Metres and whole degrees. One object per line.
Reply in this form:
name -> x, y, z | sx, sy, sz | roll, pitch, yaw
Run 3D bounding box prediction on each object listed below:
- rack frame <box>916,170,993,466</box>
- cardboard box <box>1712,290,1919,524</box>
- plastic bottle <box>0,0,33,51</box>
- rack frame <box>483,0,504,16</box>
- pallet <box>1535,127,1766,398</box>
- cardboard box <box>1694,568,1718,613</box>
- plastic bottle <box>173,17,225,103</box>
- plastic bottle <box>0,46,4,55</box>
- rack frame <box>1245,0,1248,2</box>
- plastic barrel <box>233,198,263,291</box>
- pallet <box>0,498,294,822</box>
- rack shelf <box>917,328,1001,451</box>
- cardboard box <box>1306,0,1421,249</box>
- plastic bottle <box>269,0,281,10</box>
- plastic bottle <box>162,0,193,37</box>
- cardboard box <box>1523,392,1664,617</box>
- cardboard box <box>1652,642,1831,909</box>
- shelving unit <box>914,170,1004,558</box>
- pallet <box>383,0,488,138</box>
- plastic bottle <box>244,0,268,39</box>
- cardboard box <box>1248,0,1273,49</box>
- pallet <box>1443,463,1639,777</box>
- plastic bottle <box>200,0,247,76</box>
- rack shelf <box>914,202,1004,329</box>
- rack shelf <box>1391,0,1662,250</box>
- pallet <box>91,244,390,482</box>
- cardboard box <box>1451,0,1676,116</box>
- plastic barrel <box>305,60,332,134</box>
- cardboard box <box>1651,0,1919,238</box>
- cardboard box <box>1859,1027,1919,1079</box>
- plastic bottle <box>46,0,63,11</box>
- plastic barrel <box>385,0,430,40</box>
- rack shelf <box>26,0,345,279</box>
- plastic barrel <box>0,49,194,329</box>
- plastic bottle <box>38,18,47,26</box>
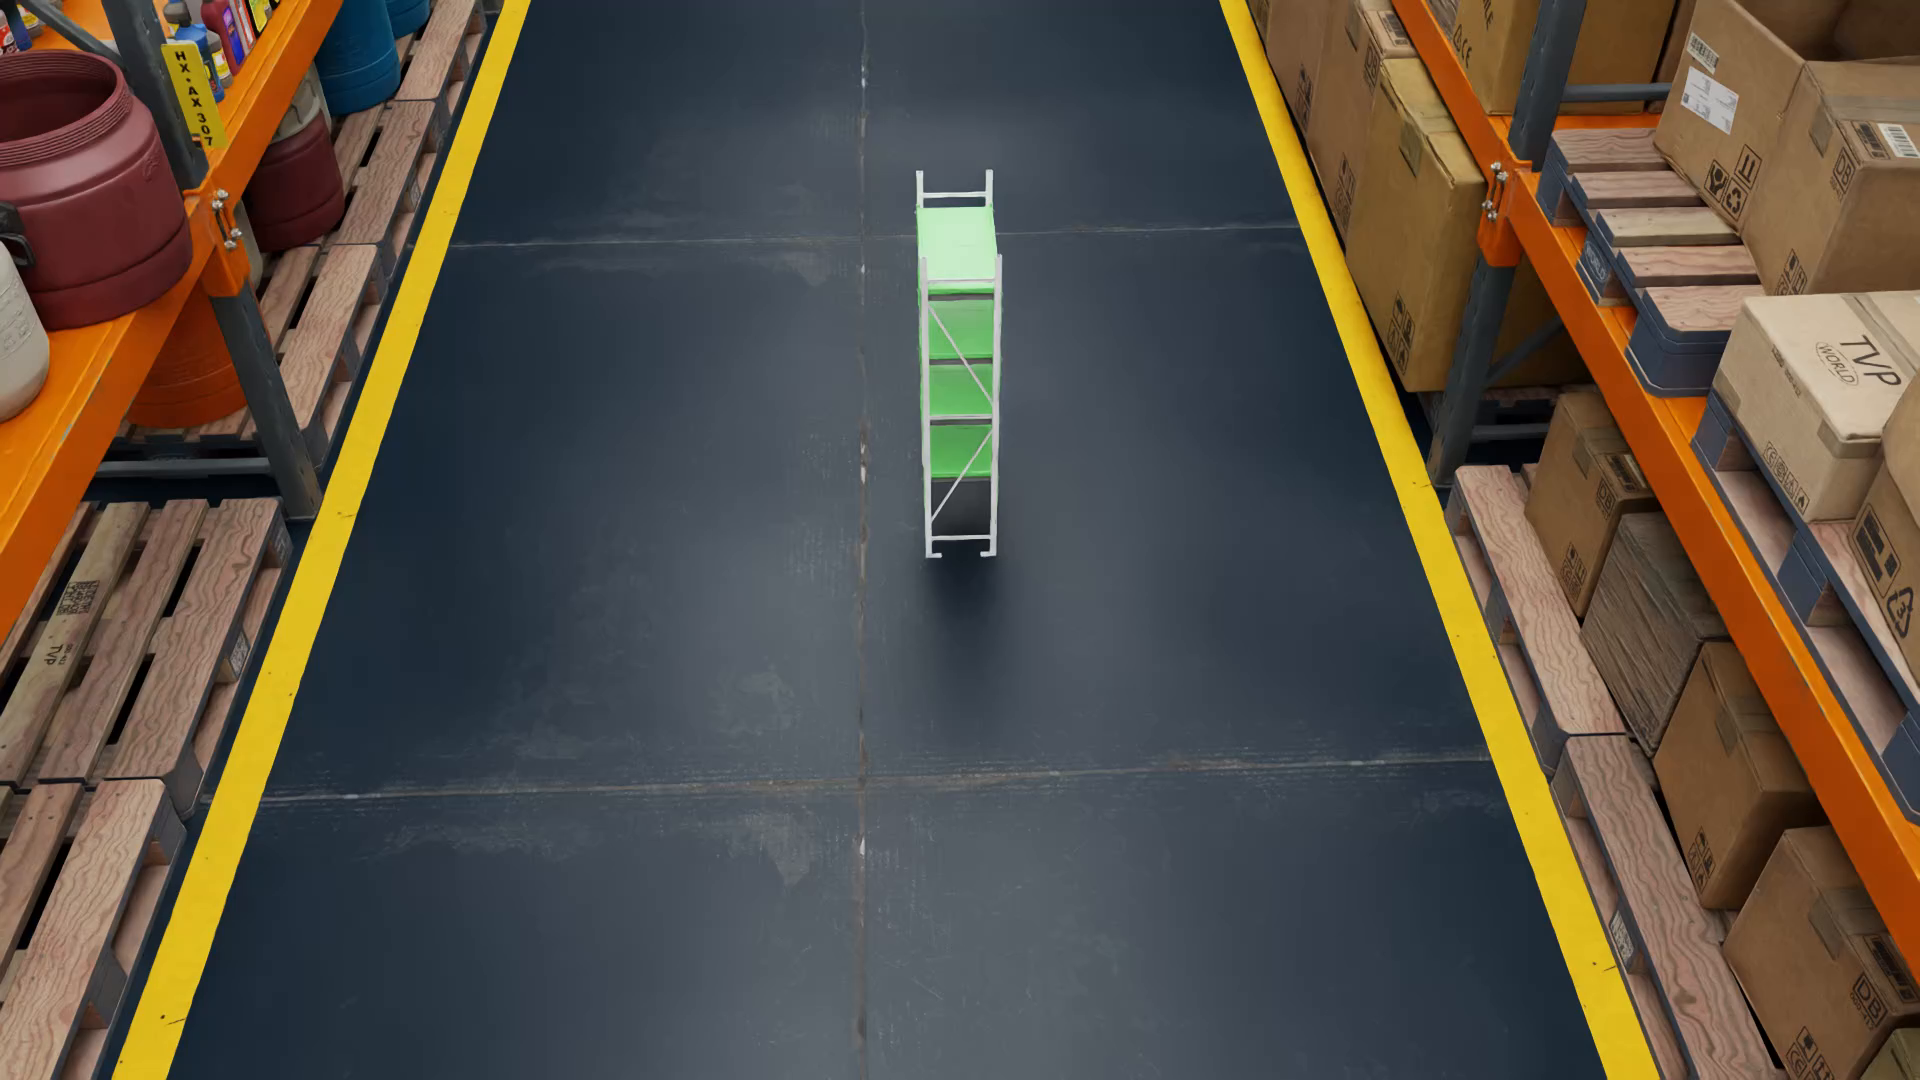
rack frame -> -0.017, -0.719, 5.646 | 0.240, 1.200, 0.015 | -2, 43, -2
cardboard box -> 2.032, -0.302, 3.660 | 0.500, 0.250, 0.500 | -3, 43, -3
plastic bottle -> -3.206, -1.778, 5.565 | 0.097, 0.271, 0.097 | 0, 43, 0
rack frame -> -2.928, -3.899, 7.784 | 1.000, 3.000, 0.127 | -2, 43, -2
pallet -> 2.327, -0.792, 4.536 | 1.213, 0.211, 1.003 | -2, 43, -2
cardboard box -> 2.282, -0.049, 4.553 | 0.500, 0.250, 0.500 | 3, 43, 3
plastic bottle -> -2.431, -1.532, 5.296 | 0.097, 0.271, 0.097 | 0, 43, 0
plastic bottle -> -3.198, -1.620, 5.445 | 0.097, 0.201, 0.097 | 0, 43, 0
rack frame -> 2.021, -4.041, 7.939 | 1.000, 3.000, 0.127 | -2, 43, -2
plastic barrel -> -2.909, -1.145, 6.309 | 0.421, 0.512, 0.421 | 0, 43, 0
pallet -> -2.764, 0.353, 5.208 | 1.003, 0.211, 1.213 | -2, 43, -2
rack shelf -> -0.007, -0.507, 5.510 | 0.258, 0.148, 0.480 | -2, 43, -2
cardboard box -> 2.152, -1.781, 6.735 | 1.225, 0.875, 0.875 | -2, 43, -2
plastic bottle -> -2.443, -2.017, 5.817 | 0.061, 0.283, 0.133 | -2, 43, -2
plastic bottle -> -2.597, -1.723, 5.557 | 0.097, 0.201, 0.097 | 0, 43, 0
cardboard box -> 2.239, -0.130, 5.196 | 0.700, 0.500, 0.500 | -4, 43, -4
cardboard box -> 2.306, 0.627, 4.371 | 0.700, 0.500, 0.500 | 2, 43, 2
shelving unit -> -0.007, -0.554, 5.466 | 0.258, 1.200, 0.503 | -2, 43, -2
pallet -> -2.937, -2.349, 8.156 | 1.003, 0.211, 1.213 | -2, 43, -2
plastic bottle -> -2.433, -1.861, 5.647 | 0.061, 0.283, 0.133 | -2, 43, -2
cardboard box -> 2.068, -2.981, 8.044 | 1.225, 0.875, 0.875 | -2, 43, -2
pallet -> 2.222, 0.215, 5.360 | 1.003, 0.211, 1.213 | -2, 43, -2
plastic bottle -> -2.422, -1.680, 5.450 | 0.061, 0.283, 0.133 | -2, 43, -2
rack shelf -> -0.007, -0.861, 5.185 | 0.258, 0.148, 0.480 | -2, 43, -2
rack shelf -> 2.106, -2.426, 6.709 | 1.077, 0.370, 4.000 | -2, 43, -2
pallet -> -2.833, -0.702, 6.359 | 1.003, 0.211, 1.213 | -2, 43, -2
cardboard box -> 1.922, -1.704, 5.315 | 0.500, 0.500, 0.500 | 0, 43, 0
plastic barrel -> -2.957, -1.907, 7.141 | 0.421, 0.512, 0.421 | 0, 43, 0
cardboard box -> 2.254, -1.169, 4.421 | 0.500, 0.500, 0.500 | -6, 43, -7
cardboard box -> 2.354, 1.381, 3.548 | 0.700, 0.500, 0.500 | -2, 43, -2
plastic bottle -> -3.218, -1.949, 5.803 | 0.097, 0.201, 0.097 | 0, 43, 0
plastic barrel -> -2.922, -2.913, 7.950 | 0.600, 0.901, 0.708 | -2, 43, -2
rack shelf -> -2.843, -2.284, 6.554 | 1.077, 0.370, 4.000 | -2, 43, -2
plastic barrel -> -2.435, -0.944, 4.460 | 0.600, 0.536, 0.708 | -2, 43, -2
plastic bottle -> -3.214, -1.909, 5.708 | 0.097, 0.271, 0.097 | 0, 43, 0
